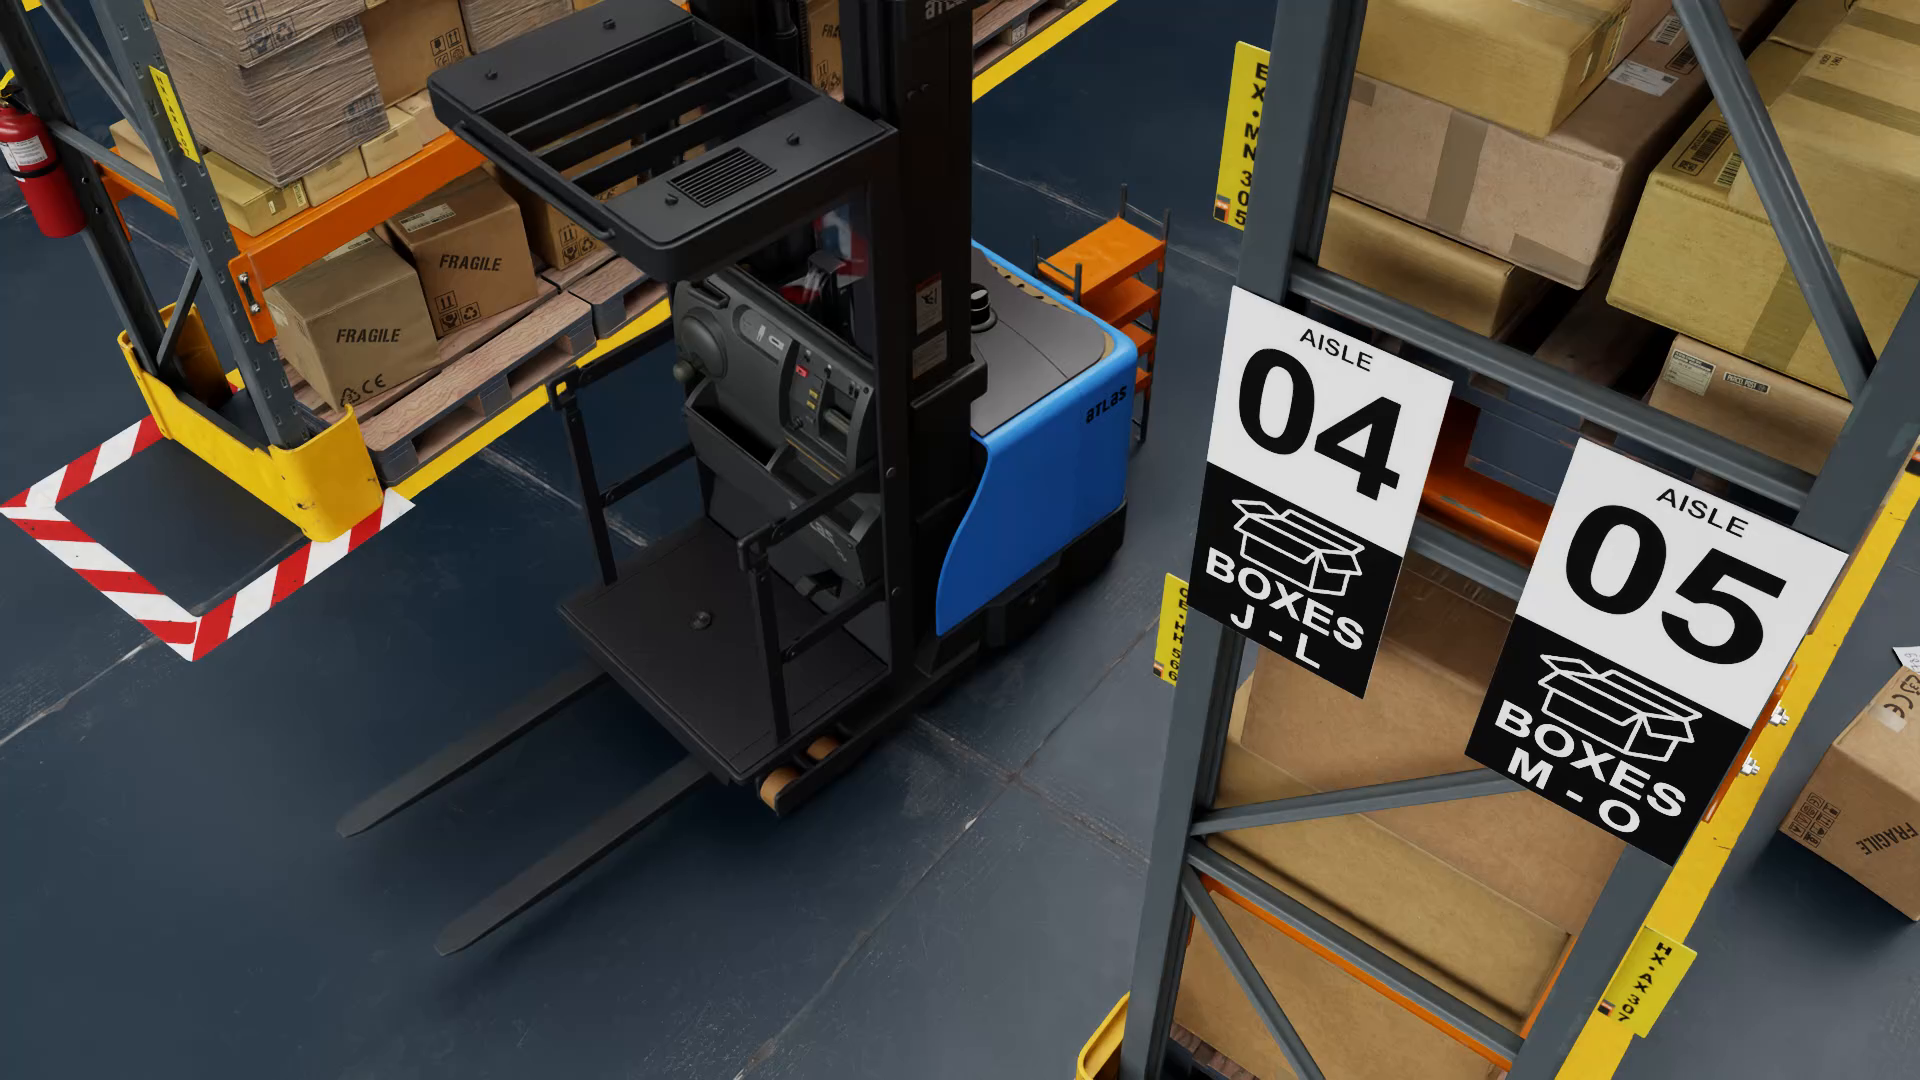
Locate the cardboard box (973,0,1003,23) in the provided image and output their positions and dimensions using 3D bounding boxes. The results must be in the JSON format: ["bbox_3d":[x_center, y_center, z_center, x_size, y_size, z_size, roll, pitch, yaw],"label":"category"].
[{"bbox_3d":[-0.140,-3.238,9.193,0.700,0.500,0.500,25,51,22],"label":"cardboard box"}]

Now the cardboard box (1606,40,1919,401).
[{"bbox_3d":[1.384,-0.498,2.615,0.500,0.250,0.500,29,53,25],"label":"cardboard box"}]

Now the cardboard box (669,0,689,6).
[{"bbox_3d":[-1.360,-2.416,7.157,0.380,0.149,0.250,29,53,25],"label":"cardboard box"}]

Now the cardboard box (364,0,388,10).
[{"bbox_3d":[-2.114,-2.279,5.886,0.500,0.500,0.500,29,53,25],"label":"cardboard box"}]

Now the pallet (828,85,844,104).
[{"bbox_3d":[-0.915,-2.245,8.748,1.003,0.211,1.213,29,53,25],"label":"pallet"}]

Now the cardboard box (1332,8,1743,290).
[{"bbox_3d":[0.964,-0.739,2.845,0.500,0.250,0.500,30,53,25],"label":"cardboard box"}]

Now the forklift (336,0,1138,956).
[{"bbox_3d":[-0.756,-0.488,5.189,3.031,2.935,1.130,-35,55,-29],"label":"forklift"}]

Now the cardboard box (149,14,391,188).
[{"bbox_3d":[-2.620,-1.759,6.081,0.875,0.500,0.500,29,53,25],"label":"cardboard box"}]

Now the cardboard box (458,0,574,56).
[{"bbox_3d":[-2.069,-2.365,6.660,0.875,0.500,0.500,29,53,25],"label":"cardboard box"}]

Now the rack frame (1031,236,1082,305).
[{"bbox_3d":[0.357,-0.649,6.540,0.015,1.200,0.240,-35,55,-29],"label":"rack frame"}]

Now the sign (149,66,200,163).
[{"bbox_3d":[-2.548,-1.378,5.393,0.100,0.325,0.005,29,53,25],"label":"sign"}]

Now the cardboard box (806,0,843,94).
[{"bbox_3d":[-0.808,-2.678,8.672,0.500,0.500,0.500,28,52,24],"label":"cardboard box"}]

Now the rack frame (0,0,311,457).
[{"bbox_3d":[-2.978,-1.319,5.936,1.000,3.000,0.127,29,53,25],"label":"rack frame"}]

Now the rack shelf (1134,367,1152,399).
[{"bbox_3d":[0.533,-0.587,6.849,0.480,0.148,0.258,-35,55,-29],"label":"rack shelf"}]

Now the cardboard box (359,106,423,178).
[{"bbox_3d":[-2.282,-1.561,6.340,0.380,0.149,0.250,29,53,25],"label":"cardboard box"}]

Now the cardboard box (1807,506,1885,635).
[{"bbox_3d":[1.856,-0.304,4.116,0.875,0.550,0.550,29,53,25],"label":"cardboard box"}]

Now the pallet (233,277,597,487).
[{"bbox_3d":[-2.406,-0.848,7.415,1.003,0.211,1.213,29,53,25],"label":"pallet"}]

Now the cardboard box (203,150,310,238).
[{"bbox_3d":[-2.615,-1.290,6.081,0.380,0.149,0.250,29,53,25],"label":"cardboard box"}]

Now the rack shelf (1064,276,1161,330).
[{"bbox_3d":[0.533,-0.879,6.543,0.480,0.148,0.258,-35,55,-29],"label":"rack shelf"}]

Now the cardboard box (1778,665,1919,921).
[{"bbox_3d":[3.194,0.847,5.593,0.500,0.500,0.500,-33,55,-28],"label":"cardboard box"}]

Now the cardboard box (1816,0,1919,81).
[{"bbox_3d":[1.496,-0.666,2.500,0.380,0.149,0.250,29,53,25],"label":"cardboard box"}]

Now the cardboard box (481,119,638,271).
[{"bbox_3d":[-1.846,-1.658,7.697,0.500,0.500,0.500,34,55,28],"label":"cardboard box"}]

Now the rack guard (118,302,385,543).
[{"bbox_3d":[-2.931,-0.499,6.881,1.175,0.500,0.348,29,53,25],"label":"rack guard"}]

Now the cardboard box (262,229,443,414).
[{"bbox_3d":[-2.583,-0.950,7.022,0.500,0.500,0.500,-33,54,-27],"label":"cardboard box"}]

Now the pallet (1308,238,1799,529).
[{"bbox_3d":[1.331,-0.503,3.143,1.003,0.211,1.213,29,53,25],"label":"pallet"}]

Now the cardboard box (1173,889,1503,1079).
[{"bbox_3d":[1.248,1.103,4.801,0.875,0.875,0.875,29,53,25],"label":"cardboard box"}]

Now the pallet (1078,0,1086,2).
[{"bbox_3d":[0.688,-3.792,10.226,1.003,0.211,1.213,29,53,25],"label":"pallet"}]

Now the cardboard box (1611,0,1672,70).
[{"bbox_3d":[0.977,-0.958,2.779,0.380,0.149,0.250,29,53,25],"label":"cardboard box"}]

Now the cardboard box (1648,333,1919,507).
[{"bbox_3d":[1.349,-0.252,2.656,0.380,0.149,0.250,30,53,25],"label":"cardboard box"}]

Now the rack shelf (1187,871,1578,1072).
[{"bbox_3d":[2.108,0.036,5.139,1.077,0.370,4.000,29,53,25],"label":"rack shelf"}]

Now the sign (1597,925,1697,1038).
[{"bbox_3d":[1.321,0.854,3.206,0.100,0.325,0.005,29,53,25],"label":"sign"}]

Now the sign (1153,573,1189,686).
[{"bbox_3d":[0.465,0.202,3.518,0.100,0.325,0.005,29,53,25],"label":"sign"}]

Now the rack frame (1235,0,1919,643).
[{"bbox_3d":[0.886,-1.141,1.616,1.000,3.000,0.127,29,53,25],"label":"rack frame"}]

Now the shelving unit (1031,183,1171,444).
[{"bbox_3d":[0.533,-0.771,6.657,0.503,1.200,0.258,-35,55,-29],"label":"shelving unit"}]

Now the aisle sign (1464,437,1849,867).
[{"bbox_3d":[1.080,0.207,2.680,0.394,0.787,0.004,29,53,25],"label":"aisle sign"}]
